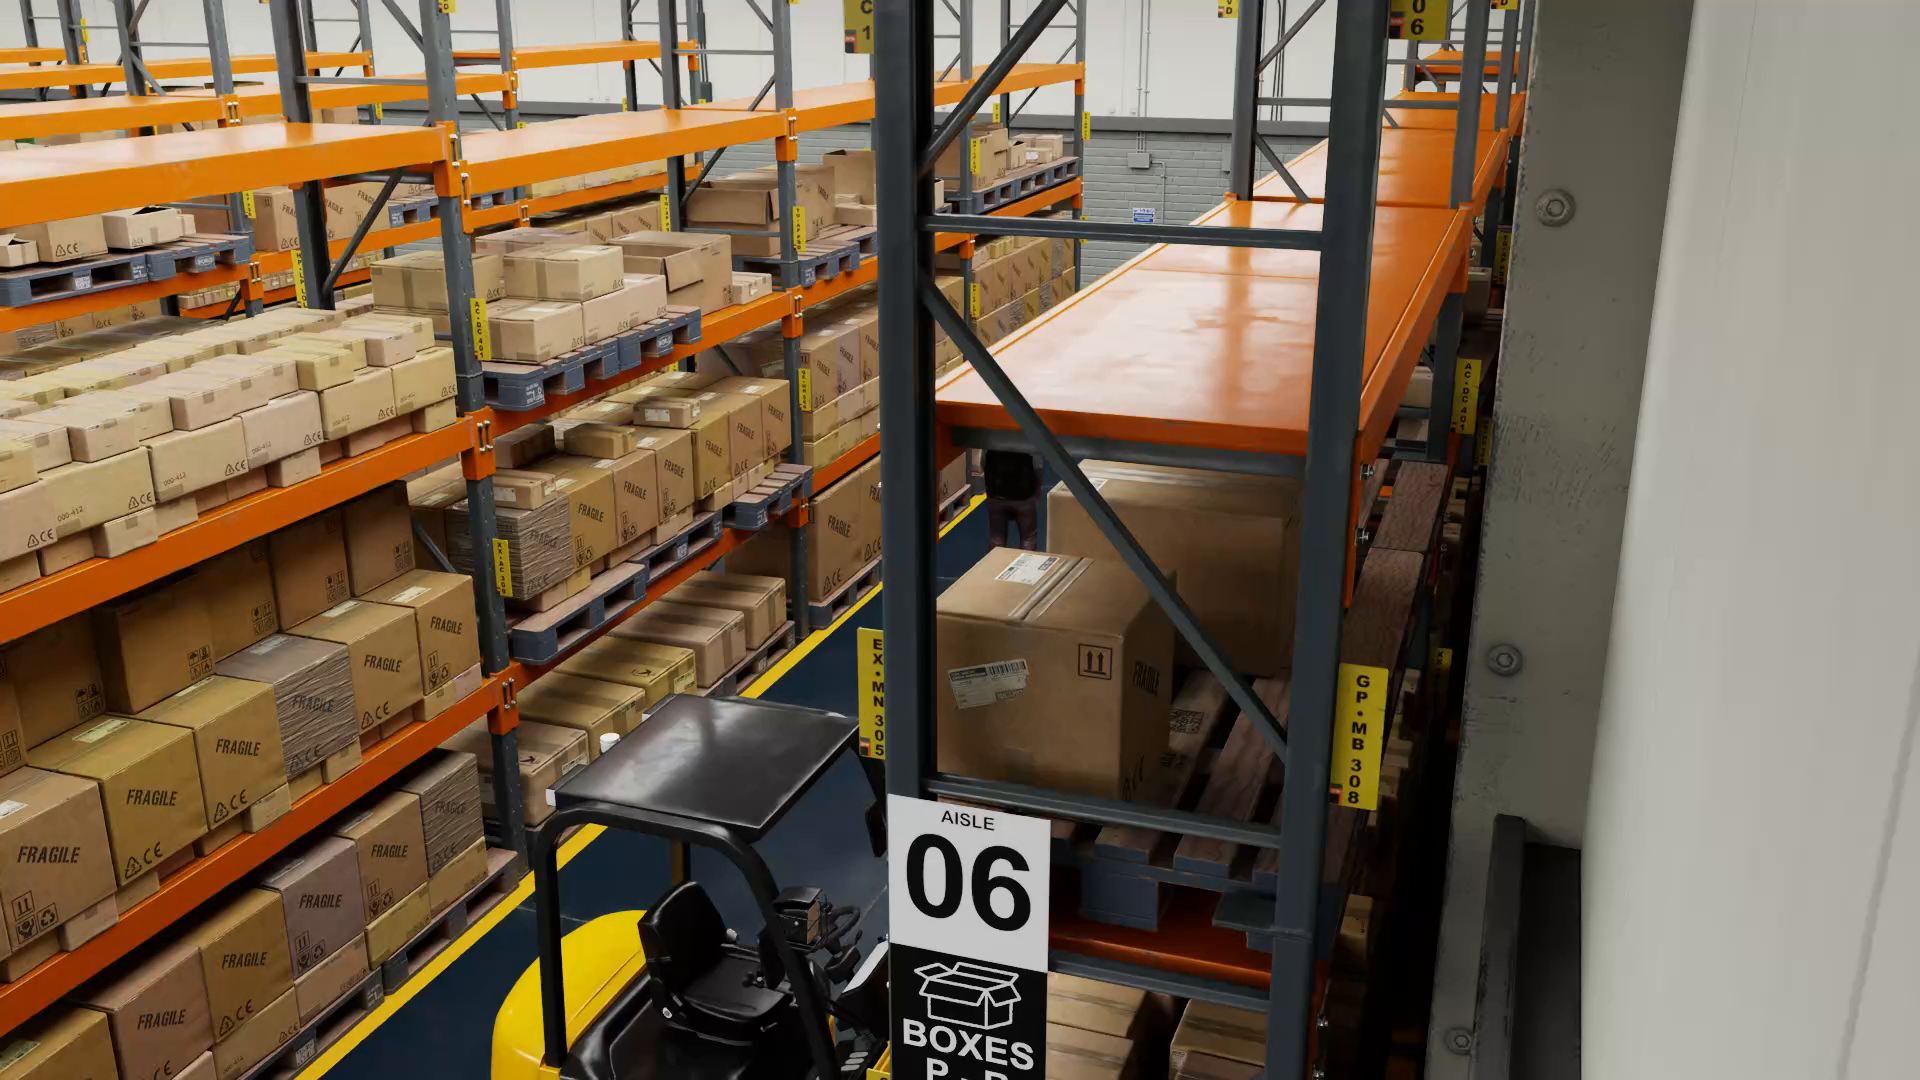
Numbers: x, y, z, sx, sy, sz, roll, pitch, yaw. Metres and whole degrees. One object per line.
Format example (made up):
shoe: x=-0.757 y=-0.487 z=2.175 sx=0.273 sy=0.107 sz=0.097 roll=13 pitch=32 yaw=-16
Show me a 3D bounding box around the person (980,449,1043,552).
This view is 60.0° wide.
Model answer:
person: x=0.438 y=-0.385 z=14.122 sx=0.551 sy=1.727 sz=0.446 roll=6 pitch=19 yaw=17
